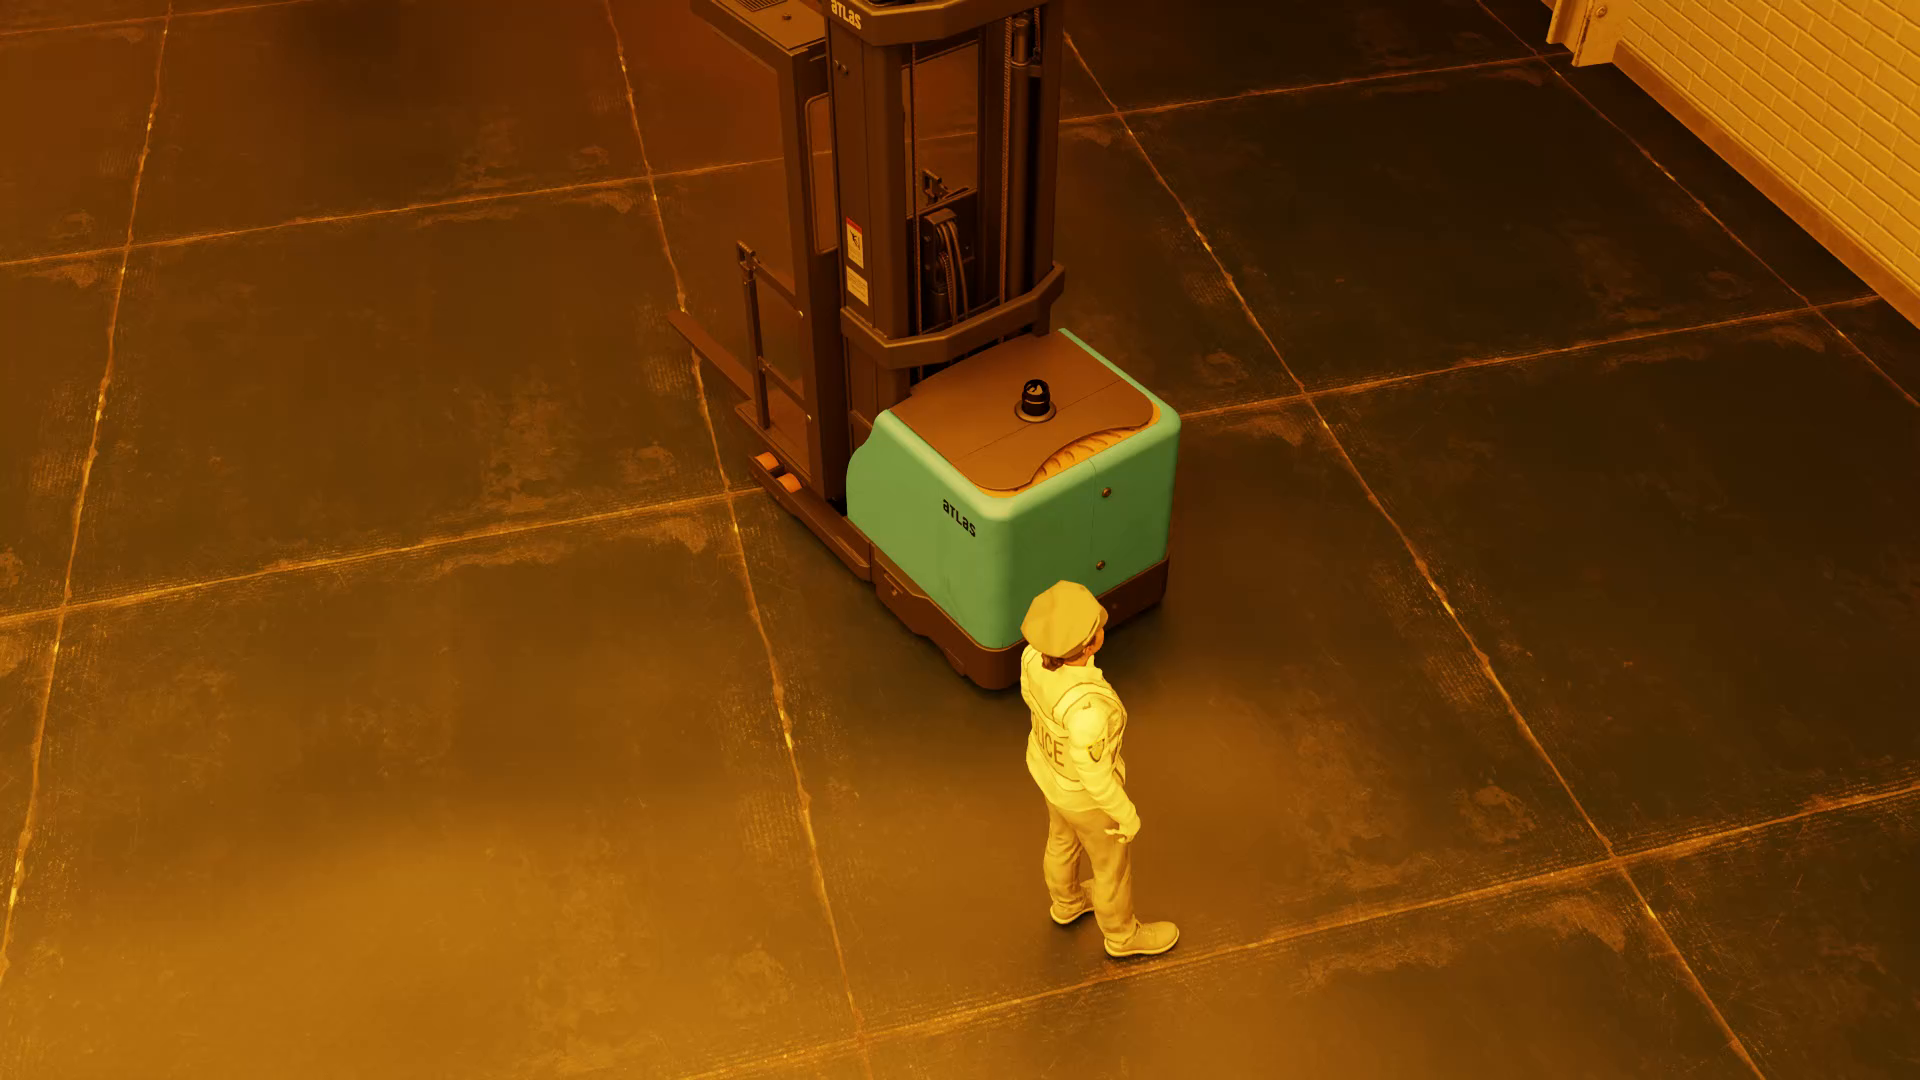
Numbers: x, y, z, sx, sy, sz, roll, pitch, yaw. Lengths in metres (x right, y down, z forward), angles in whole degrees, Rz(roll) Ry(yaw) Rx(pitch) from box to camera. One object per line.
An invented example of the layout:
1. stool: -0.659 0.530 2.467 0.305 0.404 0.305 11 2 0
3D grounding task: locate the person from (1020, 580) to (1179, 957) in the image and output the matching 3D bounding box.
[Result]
1. person: 0.469 0.783 5.706 0.531 1.694 0.587 -18 46 -18

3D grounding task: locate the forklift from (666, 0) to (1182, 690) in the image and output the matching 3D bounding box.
1. forklift: -0.366 -1.399 7.126 1.130 2.935 3.031 -27 50 -26
